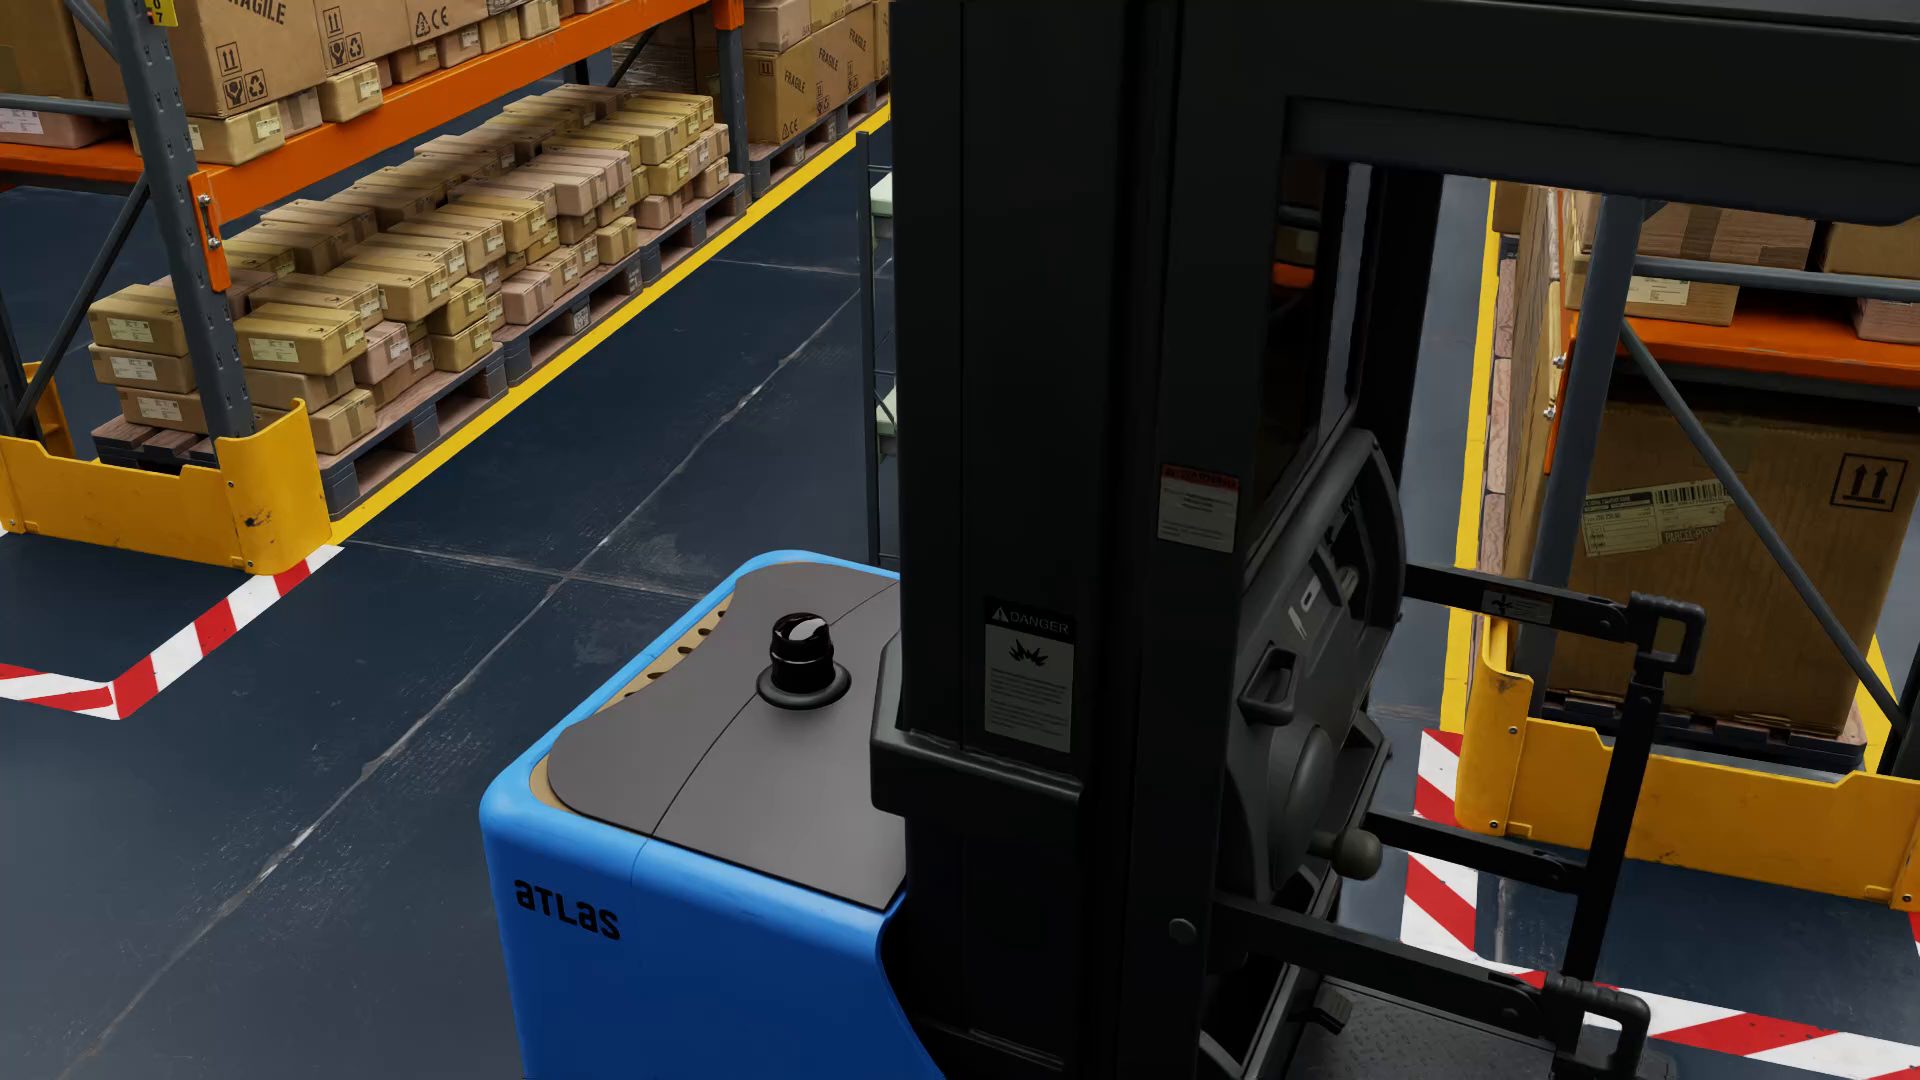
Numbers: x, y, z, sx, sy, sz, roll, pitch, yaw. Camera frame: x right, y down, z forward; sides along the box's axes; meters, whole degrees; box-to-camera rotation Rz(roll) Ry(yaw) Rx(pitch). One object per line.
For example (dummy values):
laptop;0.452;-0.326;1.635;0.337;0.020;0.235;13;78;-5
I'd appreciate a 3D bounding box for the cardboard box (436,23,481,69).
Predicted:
cardboard box;-2.074;-1.920;6.374;0.380;0.149;0.250;8;30;14

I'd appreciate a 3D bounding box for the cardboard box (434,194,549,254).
cardboard box;-1.950;-1.318;6.922;0.380;0.149;0.250;9;30;16

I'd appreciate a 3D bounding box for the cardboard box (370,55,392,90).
cardboard box;-2.277;-1.687;5.955;0.380;0.149;0.250;10;31;17

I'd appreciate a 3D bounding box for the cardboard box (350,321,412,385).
cardboard box;-2.262;-0.705;6.126;0.380;0.149;0.250;8;30;15

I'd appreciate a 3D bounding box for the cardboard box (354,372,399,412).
cardboard box;-2.337;-0.580;6.207;0.380;0.149;0.250;8;30;15

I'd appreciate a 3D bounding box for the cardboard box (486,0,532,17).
cardboard box;-1.967;-2.370;6.516;0.500;0.500;0.500;8;30;14

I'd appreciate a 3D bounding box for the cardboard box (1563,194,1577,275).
cardboard box;1.781;-0.780;4.325;0.380;0.149;0.250;9;30;15

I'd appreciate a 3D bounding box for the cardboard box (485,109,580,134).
cardboard box;-2.085;-1.993;8.136;0.380;0.149;0.250;8;30;14

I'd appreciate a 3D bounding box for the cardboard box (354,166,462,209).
cardboard box;-2.404;-1.514;7.275;0.380;0.149;0.250;9;30;15

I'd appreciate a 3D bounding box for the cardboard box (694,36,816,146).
cardboard box;-1.151;-2.567;9.418;0.500;0.500;0.500;10;31;17

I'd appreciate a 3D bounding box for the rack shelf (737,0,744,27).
rack shelf;-1.034;-3.785;10.208;1.077;0.370;4.000;8;30;15

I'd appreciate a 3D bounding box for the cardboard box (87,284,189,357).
cardboard box;-2.882;-0.791;5.975;0.380;0.149;0.250;9;30;15

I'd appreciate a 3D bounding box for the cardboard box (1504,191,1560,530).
cardboard box;2.295;-0.543;5.394;0.875;0.875;0.875;8;30;15

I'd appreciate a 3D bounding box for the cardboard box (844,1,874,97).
cardboard box;-0.857;-3.058;10.301;0.500;0.500;0.500;9;30;16

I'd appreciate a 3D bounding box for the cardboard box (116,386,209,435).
cardboard box;-2.840;-0.523;6.105;0.380;0.149;0.250;9;30;16

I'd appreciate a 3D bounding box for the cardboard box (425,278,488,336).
cardboard box;-2.096;-0.935;6.540;0.380;0.149;0.250;9;30;16

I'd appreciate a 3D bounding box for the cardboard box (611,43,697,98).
cardboard box;-1.645;-2.641;9.551;0.500;0.500;0.500;8;30;14

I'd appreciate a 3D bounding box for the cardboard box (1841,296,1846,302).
cardboard box;2.410;-0.684;4.152;0.380;0.149;0.250;8;30;14

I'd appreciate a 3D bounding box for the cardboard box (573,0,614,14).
cardboard box;-1.739;-2.396;7.230;0.380;0.149;0.250;7;30;13

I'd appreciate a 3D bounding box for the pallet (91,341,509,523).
pallet;-2.501;-0.500;6.432;1.003;0.211;1.213;8;30;15

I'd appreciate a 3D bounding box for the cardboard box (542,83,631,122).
cardboard box;-1.921;-2.237;8.574;0.380;0.149;0.250;10;31;17

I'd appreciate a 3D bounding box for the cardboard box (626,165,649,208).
cardboard box;-1.707;-1.689;7.895;0.380;0.149;0.250;9;30;15

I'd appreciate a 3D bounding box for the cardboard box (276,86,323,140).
cardboard box;-2.352;-1.429;5.492;0.380;0.149;0.250;10;30;17

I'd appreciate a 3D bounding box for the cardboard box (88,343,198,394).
cardboard box;-2.914;-0.665;6.054;0.380;0.149;0.250;8;30;14

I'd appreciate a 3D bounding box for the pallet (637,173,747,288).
pallet;-1.785;-1.634;8.470;1.003;0.211;1.213;8;30;15

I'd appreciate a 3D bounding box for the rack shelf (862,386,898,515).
rack shelf;0.002;-0.374;5.549;0.431;0.370;0.720;8;30;15

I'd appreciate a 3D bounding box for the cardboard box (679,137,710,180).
cardboard box;-1.478;-1.918;8.307;0.380;0.149;0.250;7;30;12

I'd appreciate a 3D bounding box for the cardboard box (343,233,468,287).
cardboard box;-2.161;-1.075;6.485;0.380;0.149;0.250;7;30;12

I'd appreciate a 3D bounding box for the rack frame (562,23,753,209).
rack frame;-1.621;-3.170;8.363;1.000;3.000;0.127;8;30;15

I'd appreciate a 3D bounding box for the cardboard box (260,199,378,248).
cardboard box;-2.637;-1.282;6.858;0.380;0.149;0.250;10;31;17

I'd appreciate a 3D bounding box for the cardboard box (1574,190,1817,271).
cardboard box;1.805;-0.884;4.101;0.500;0.250;0.500;8;30;14

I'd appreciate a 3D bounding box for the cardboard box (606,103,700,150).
cardboard box;-1.514;-2.041;8.221;0.380;0.149;0.250;9;30;15

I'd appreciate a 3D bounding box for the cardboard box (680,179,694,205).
cardboard box;-1.567;-1.768;8.343;0.380;0.149;0.250;9;30;16

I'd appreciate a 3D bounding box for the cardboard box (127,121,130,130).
cardboard box;-2.861;-1.503;5.625;0.380;0.149;0.250;8;30;15

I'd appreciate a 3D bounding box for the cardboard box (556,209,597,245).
cardboard box;-1.861;-1.446;7.458;0.380;0.149;0.250;7;30;12

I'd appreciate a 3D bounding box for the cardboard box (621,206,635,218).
cardboard box;-1.776;-1.531;7.917;0.380;0.149;0.250;8;30;14

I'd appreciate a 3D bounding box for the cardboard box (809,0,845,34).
cardboard box;-0.998;-3.142;9.681;0.500;0.250;0.500;9;30;16

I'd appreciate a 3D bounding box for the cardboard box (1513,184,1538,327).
cardboard box;2.820;-1.375;6.890;0.875;0.875;0.875;8;30;15

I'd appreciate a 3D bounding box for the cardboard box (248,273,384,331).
cardboard box;-2.351;-0.849;6.079;0.380;0.149;0.250;9;30;16

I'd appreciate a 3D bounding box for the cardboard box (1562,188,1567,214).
cardboard box;1.930;-1.013;4.744;0.380;0.149;0.250;9;30;16

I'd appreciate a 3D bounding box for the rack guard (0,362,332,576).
rack guard;-2.773;-0.254;5.692;1.175;0.500;0.348;8;30;15

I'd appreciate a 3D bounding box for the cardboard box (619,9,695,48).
cardboard box;-1.645;-2.971;9.373;0.500;0.250;0.500;8;30;14

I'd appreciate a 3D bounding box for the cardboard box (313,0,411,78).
cardboard box;-2.267;-1.906;5.682;0.500;0.500;0.500;9;30;15

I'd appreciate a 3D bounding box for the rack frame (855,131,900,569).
rack frame;-0.105;-0.488;5.085;0.400;1.500;0.023;8;30;15

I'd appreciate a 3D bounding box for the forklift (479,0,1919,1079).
forklift;0.728;0.174;2.422;3.031;2.935;1.130;13;32;22

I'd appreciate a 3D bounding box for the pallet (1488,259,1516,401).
pallet;2.792;-0.854;7.069;1.003;0.211;1.213;8;30;15

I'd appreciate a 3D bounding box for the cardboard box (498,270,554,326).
cardboard box;-1.951;-1.035;7.025;0.380;0.149;0.250;7;30;12

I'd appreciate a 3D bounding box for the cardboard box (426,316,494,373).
cardboard box;-2.091;-0.799;6.602;0.380;0.149;0.250;9;30;15

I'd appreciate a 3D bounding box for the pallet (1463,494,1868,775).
pallet;2.076;0.280;5.030;1.003;0.211;1.213;8;30;15

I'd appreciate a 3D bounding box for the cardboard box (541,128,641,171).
cardboard box;-1.731;-1.815;7.815;0.380;0.149;0.250;9;30;17

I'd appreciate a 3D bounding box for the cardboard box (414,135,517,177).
cardboard box;-2.293;-1.762;7.720;0.380;0.149;0.250;9;30;16

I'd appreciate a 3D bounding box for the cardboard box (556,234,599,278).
cardboard box;-1.855;-1.284;7.473;0.380;0.149;0.250;9;30;16

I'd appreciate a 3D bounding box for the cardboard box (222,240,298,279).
cardboard box;-2.799;-1.038;6.419;0.380;0.149;0.250;8;30;14

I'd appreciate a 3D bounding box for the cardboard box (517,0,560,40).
cardboard box;-1.872;-2.157;6.801;0.380;0.149;0.250;9;30;16

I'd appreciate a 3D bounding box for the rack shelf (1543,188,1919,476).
rack shelf;2.503;-1.171;5.510;1.077;0.370;4.000;8;30;15

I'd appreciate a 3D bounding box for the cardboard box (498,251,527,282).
cardboard box;-2.069;-1.204;7.023;0.380;0.149;0.250;10;31;17

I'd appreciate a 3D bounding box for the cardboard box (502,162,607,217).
cardboard box;-1.790;-1.548;7.337;0.380;0.149;0.250;7;30;13

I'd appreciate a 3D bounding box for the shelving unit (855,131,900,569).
shelving unit;0.002;-0.659;5.391;0.431;1.500;0.755;8;30;15

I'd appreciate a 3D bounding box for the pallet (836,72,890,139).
pallet;-1.038;-2.882;10.714;1.003;0.211;1.213;8;30;15
